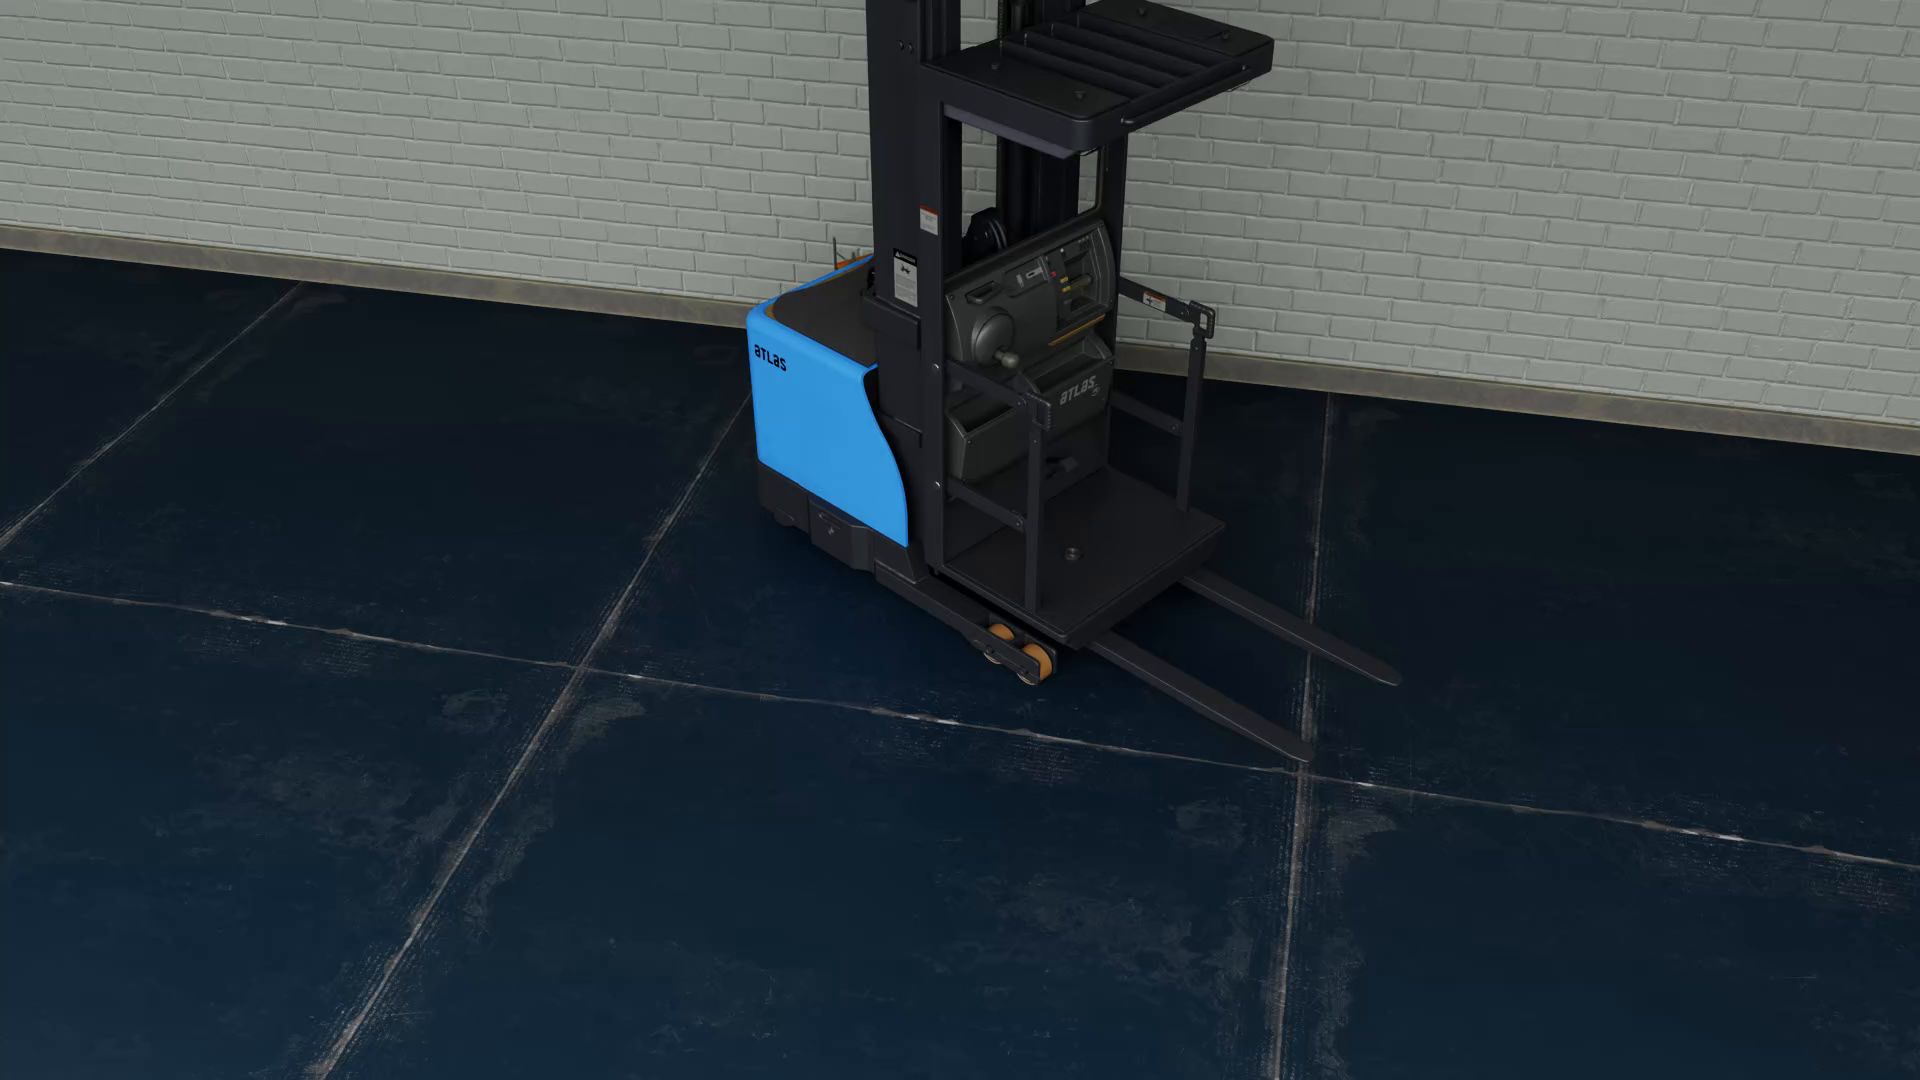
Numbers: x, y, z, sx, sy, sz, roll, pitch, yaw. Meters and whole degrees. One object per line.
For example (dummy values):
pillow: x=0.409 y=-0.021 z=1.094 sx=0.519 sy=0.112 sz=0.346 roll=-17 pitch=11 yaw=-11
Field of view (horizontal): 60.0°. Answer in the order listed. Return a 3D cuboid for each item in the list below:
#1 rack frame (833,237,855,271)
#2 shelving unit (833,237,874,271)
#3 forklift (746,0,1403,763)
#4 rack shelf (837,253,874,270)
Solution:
rack frame: x=-0.552 y=-0.976 z=8.202 sx=0.008 sy=1.050 sz=0.200 roll=-21 pitch=41 yaw=-26
shelving unit: x=-0.450 y=-1.015 z=8.255 sx=0.252 sy=1.050 sz=0.215 roll=-21 pitch=41 yaw=-26
forklift: x=0.447 y=-0.933 z=6.539 sx=3.031 sy=2.935 sz=1.130 roll=30 pitch=45 yaw=34
rack shelf: x=-0.450 y=-1.236 z=8.095 sx=0.240 sy=0.259 sz=0.215 roll=-21 pitch=41 yaw=-26
